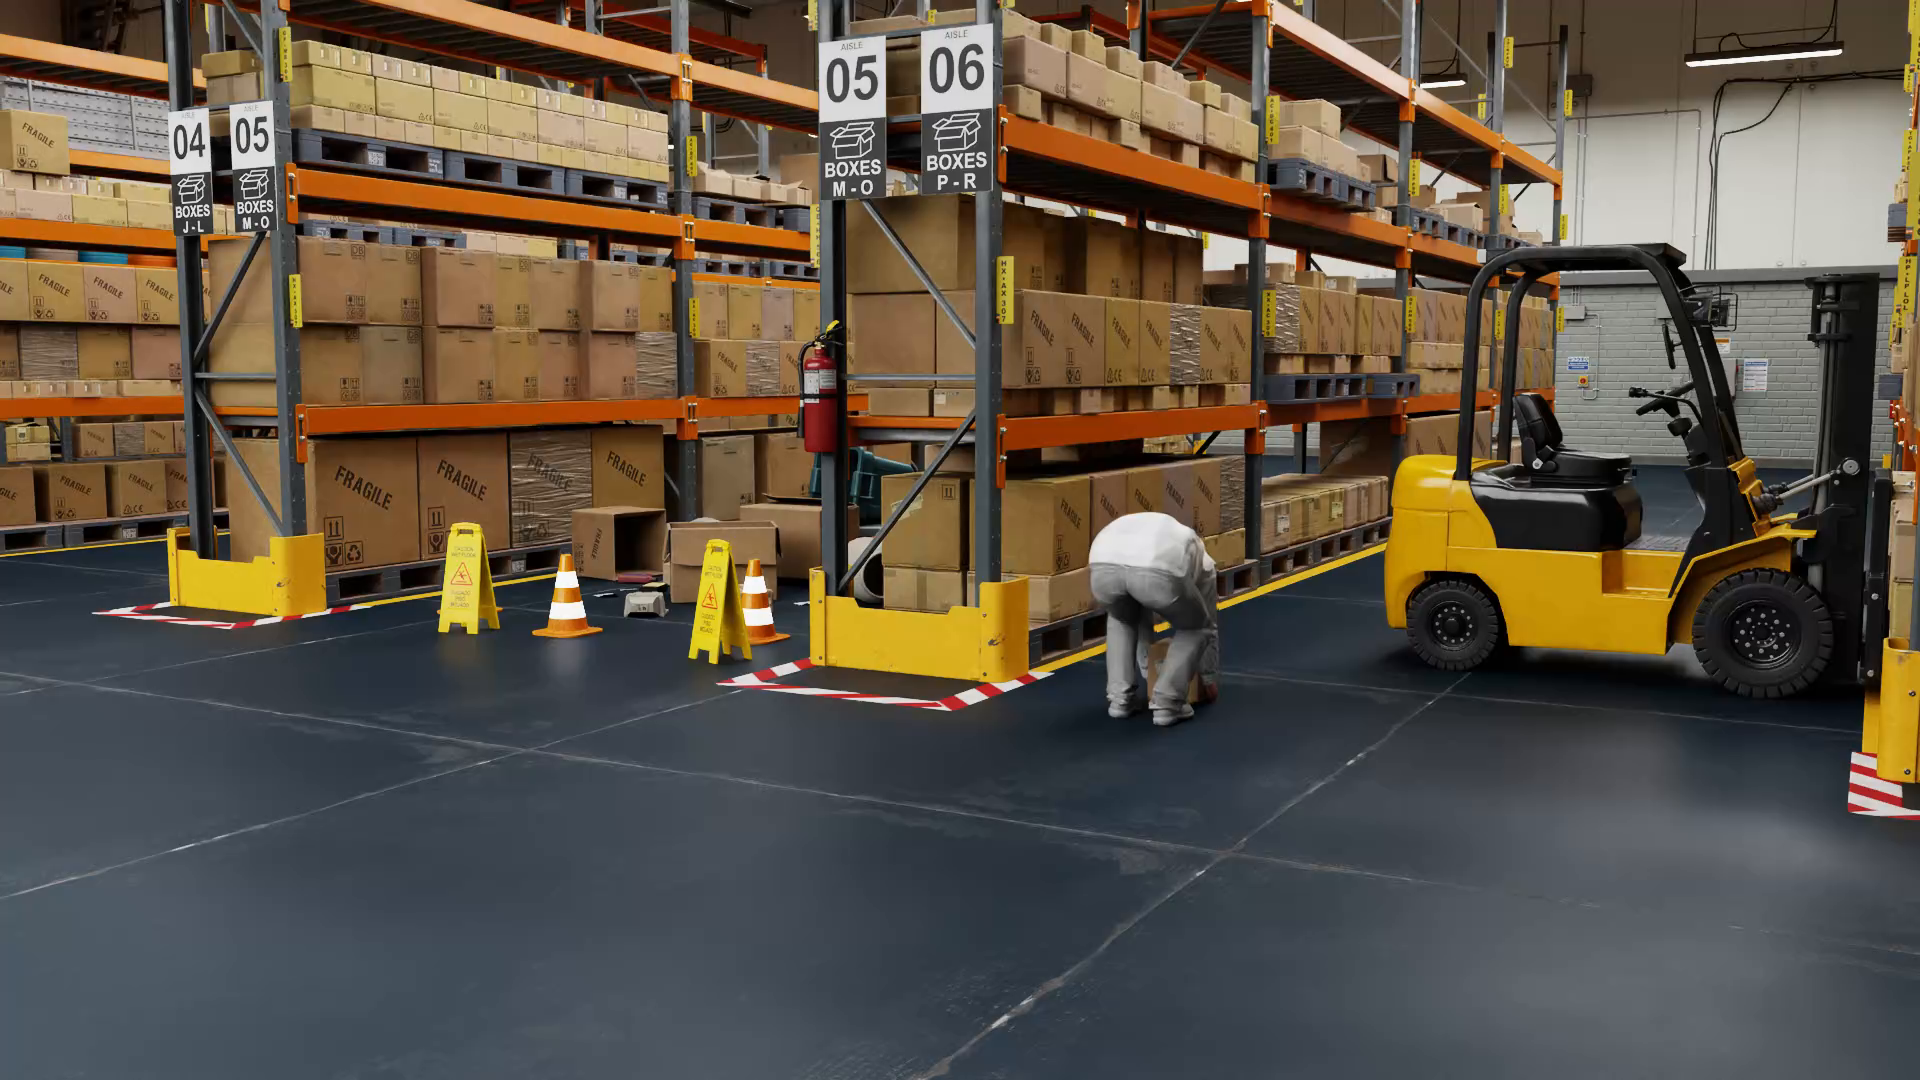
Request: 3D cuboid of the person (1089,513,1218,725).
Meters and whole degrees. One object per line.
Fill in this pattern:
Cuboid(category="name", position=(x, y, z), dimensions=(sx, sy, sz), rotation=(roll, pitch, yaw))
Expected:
Cuboid(category="person", position=(0.913, 0.320, 7.556), dimensions=(0.504, 0.923, 0.997), rotation=(3, 7, 26))
